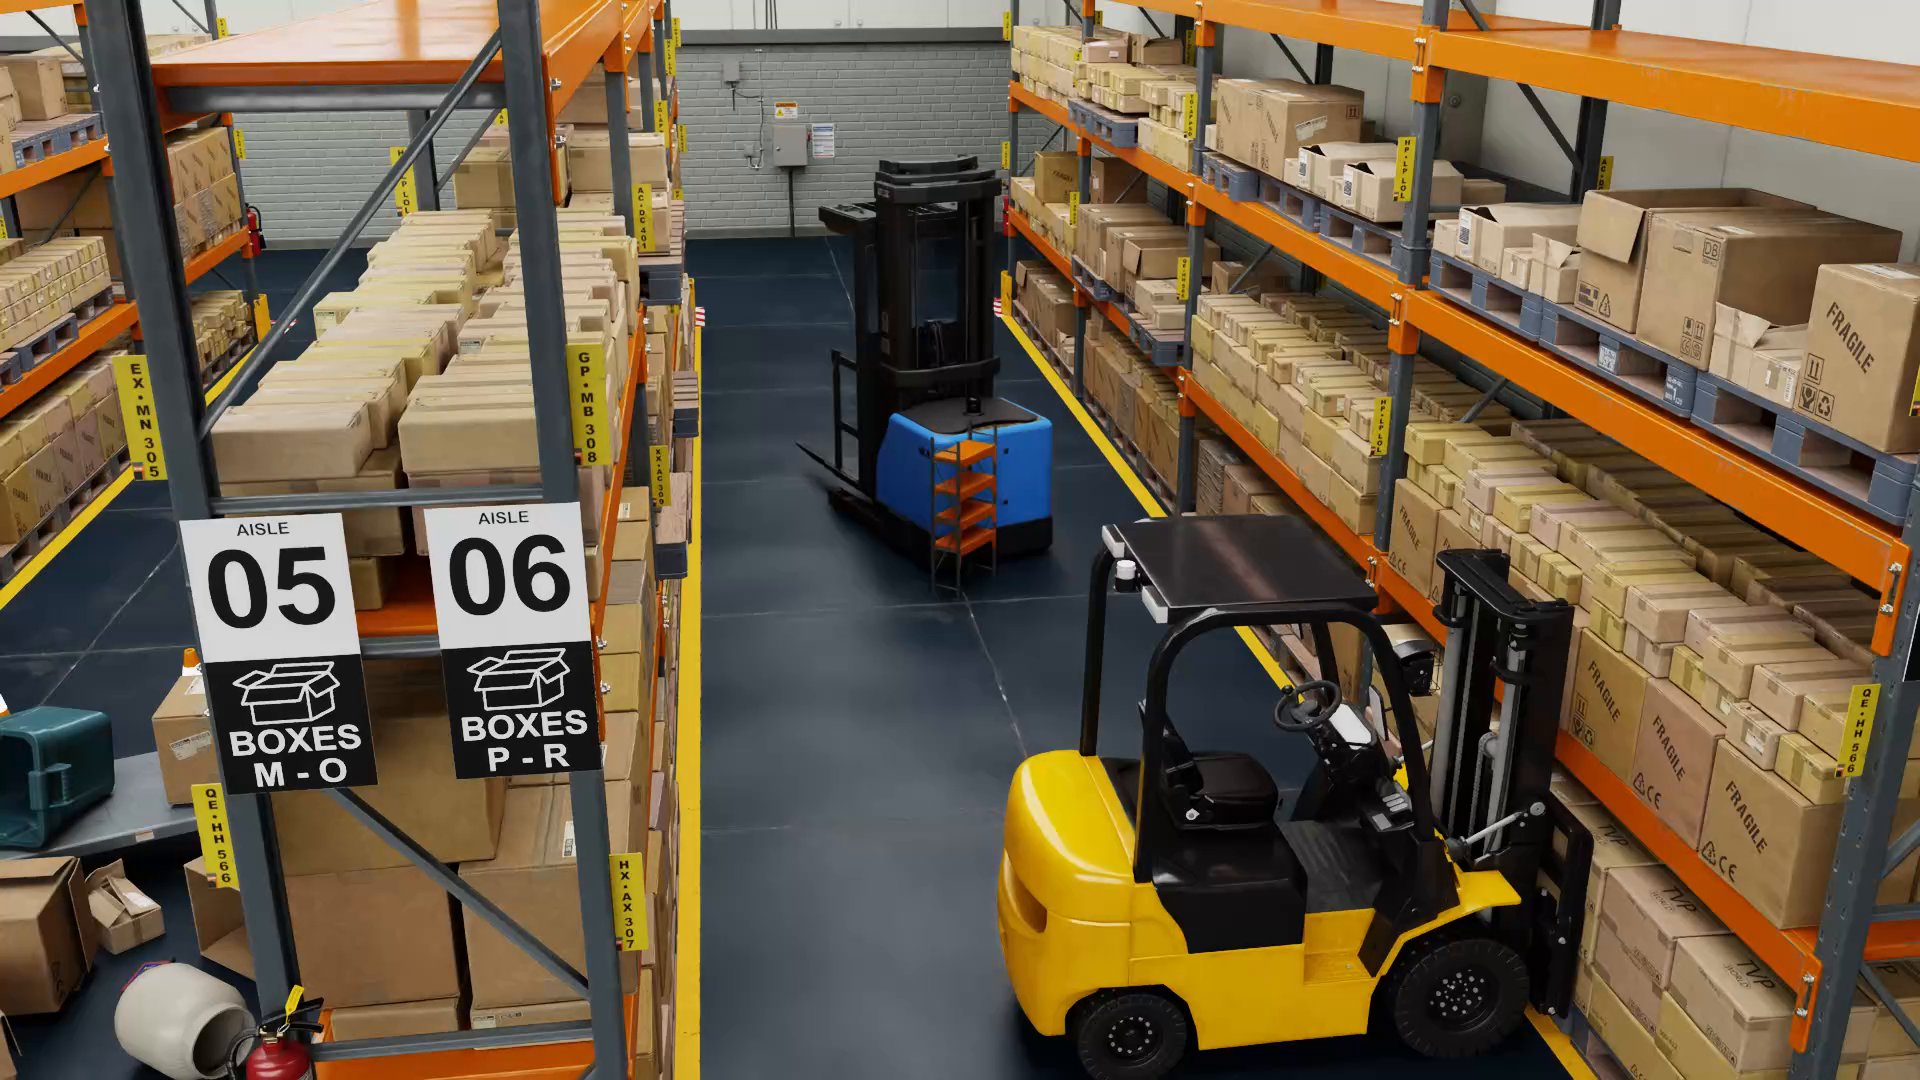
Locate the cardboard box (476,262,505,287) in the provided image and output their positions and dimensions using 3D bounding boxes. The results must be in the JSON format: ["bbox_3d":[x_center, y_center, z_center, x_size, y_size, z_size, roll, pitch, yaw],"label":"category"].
[{"bbox_3d":[-2.207,-1.023,7.170,0.500,0.250,0.500,-3,21,-8],"label":"cardboard box"}]

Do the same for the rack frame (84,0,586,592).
[{"bbox_3d":[-1.507,-1.318,3.885,1.000,3.000,0.127,-3,21,-8],"label":"rack frame"}]

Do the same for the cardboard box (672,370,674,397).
[{"bbox_3d":[-2.189,-1.081,11.582,0.380,0.149,0.250,-3,21,-8],"label":"cardboard box"}]

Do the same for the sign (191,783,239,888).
[{"bbox_3d":[-2.059,0.823,4.620,0.100,0.325,0.005,-3,21,-8],"label":"sign"}]

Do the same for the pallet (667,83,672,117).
[{"bbox_3d":[-3.344,-4.310,16.309,1.003,0.211,1.213,-3,21,-8],"label":"pallet"}]

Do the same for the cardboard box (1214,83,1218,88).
[{"bbox_3d":[2.316,-3.684,13.726,0.380,0.149,0.250,-3,21,-8],"label":"cardboard box"}]

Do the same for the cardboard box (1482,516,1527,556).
[{"bbox_3d":[2.716,-0.013,7.894,0.380,0.149,0.250,-3,21,-8],"label":"cardboard box"}]

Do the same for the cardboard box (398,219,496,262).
[{"bbox_3d":[-2.294,-1.340,7.449,0.380,0.149,0.250,-2,21,-6],"label":"cardboard box"}]

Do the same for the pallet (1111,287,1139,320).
[{"bbox_3d":[1.967,-2.113,14.860,1.003,0.211,1.213,-3,21,-8],"label":"pallet"}]

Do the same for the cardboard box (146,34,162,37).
[{"bbox_3d":[-8.875,-5.395,18.017,0.380,0.149,0.250,-3,21,-8],"label":"cardboard box"}]

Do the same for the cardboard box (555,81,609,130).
[{"bbox_3d":[-2.863,-3.051,12.063,0.797,0.503,0.637,-4,21,-11],"label":"cardboard box"}]

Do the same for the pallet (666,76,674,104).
[{"bbox_3d":[-3.517,-4.732,17.437,1.003,0.211,1.213,-3,21,-8],"label":"pallet"}]

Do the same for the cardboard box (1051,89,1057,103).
[{"bbox_3d":[1.186,-4.756,17.735,0.380,0.149,0.250,-3,21,-7],"label":"cardboard box"}]

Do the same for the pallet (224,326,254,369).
[{"bbox_3d":[-8.604,-2.147,18.664,1.003,0.211,1.213,-3,21,-8],"label":"pallet"}]

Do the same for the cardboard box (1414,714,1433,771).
[{"bbox_3d":[2.667,1.070,8.679,0.500,0.250,0.500,-3,21,-8],"label":"cardboard box"}]

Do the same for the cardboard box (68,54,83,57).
[{"bbox_3d":[-8.021,-4.427,15.424,0.380,0.149,0.250,-3,21,-8],"label":"cardboard box"}]

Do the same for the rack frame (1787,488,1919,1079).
[{"bbox_3d":[3.405,1.240,5.608,1.000,3.000,0.127,-3,21,-8],"label":"rack frame"}]

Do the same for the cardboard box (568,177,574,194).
[{"bbox_3d":[-2.451,-1.972,9.535,0.500,0.250,0.500,-3,21,-7],"label":"cardboard box"}]

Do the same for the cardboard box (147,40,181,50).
[{"bbox_3d":[-8.260,-5.063,17.127,0.380,0.149,0.250,-3,21,-9],"label":"cardboard box"}]

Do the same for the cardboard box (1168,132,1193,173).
[{"bbox_3d":[1.937,-3.030,12.968,0.500,0.250,0.500,-4,21,-10],"label":"cardboard box"}]

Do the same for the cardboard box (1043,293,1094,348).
[{"bbox_3d":[1.327,-2.451,18.464,0.700,0.500,0.500,-4,21,-10],"label":"cardboard box"}]

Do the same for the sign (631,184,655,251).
[{"bbox_3d":[-1.547,-1.570,8.107,0.100,0.325,0.005,-3,21,-8],"label":"sign"}]

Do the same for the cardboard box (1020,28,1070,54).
[{"bbox_3d":[0.968,-5.664,18.883,0.500,0.250,0.500,-3,21,-8],"label":"cardboard box"}]

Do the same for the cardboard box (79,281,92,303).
[{"bbox_3d":[-7.795,-2.153,14.453,0.380,0.149,0.250,-3,21,-8],"label":"cardboard box"}]

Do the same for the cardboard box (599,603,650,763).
[{"bbox_3d":[-1.534,0.597,6.763,0.500,0.500,0.500,-3,21,-9],"label":"cardboard box"}]

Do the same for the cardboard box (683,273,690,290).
[{"bbox_3d":[-3.619,-2.821,19.543,0.875,0.438,0.875,-4,21,-10],"label":"cardboard box"}]

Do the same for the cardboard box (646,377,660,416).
[{"bbox_3d":[-1.801,-0.760,8.870,0.380,0.149,0.250,-3,21,-8],"label":"cardboard box"}]

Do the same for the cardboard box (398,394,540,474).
[{"bbox_3d":[-1.356,-0.302,4.671,0.380,0.149,0.250,-3,21,-8],"label":"cardboard box"}]

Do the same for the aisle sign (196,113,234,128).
[{"bbox_3d":[-8.410,-5.021,18.658,0.394,0.787,0.004,-3,21,-8],"label":"aisle sign"}]

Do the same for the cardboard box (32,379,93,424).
[{"bbox_3d":[-7.612,-1.149,13.906,0.500,0.250,0.500,-4,21,-10],"label":"cardboard box"}]

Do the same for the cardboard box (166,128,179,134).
[{"bbox_3d":[-8.895,-4.249,18.308,0.500,0.500,0.500,-3,21,-8],"label":"cardboard box"}]

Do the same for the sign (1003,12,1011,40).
[{"bbox_3d":[0.561,-6.087,19.689,0.100,0.325,0.005,-3,21,-8],"label":"sign"}]

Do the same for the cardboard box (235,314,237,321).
[{"bbox_3d":[-8.354,-2.502,18.677,0.380,0.149,0.250,-3,21,-9],"label":"cardboard box"}]

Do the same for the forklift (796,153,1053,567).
[{"bbox_3d":[-0.443,-1.640,13.419,1.130,2.935,3.031,-11,23,-27],"label":"forklift"}]

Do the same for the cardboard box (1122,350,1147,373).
[{"bbox_3d":[1.714,-1.657,15.412,0.380,0.149,0.250,-2,21,-6],"label":"cardboard box"}]

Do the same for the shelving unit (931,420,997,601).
[{"bbox_3d":[0.030,-0.216,12.080,0.258,1.200,0.503,13,24,31],"label":"shelving unit"}]

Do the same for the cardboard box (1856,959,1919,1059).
[{"bbox_3d":[3.523,1.687,6.312,0.500,0.250,0.500,-3,21,-9],"label":"cardboard box"}]

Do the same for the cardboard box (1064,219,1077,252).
[{"bbox_3d":[1.360,-3.147,17.145,0.500,0.250,0.500,-2,21,-6],"label":"cardboard box"}]

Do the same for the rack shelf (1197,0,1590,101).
[{"bbox_3d":[2.540,-3.123,10.316,1.077,0.370,4.000,-3,21,-8],"label":"rack shelf"}]

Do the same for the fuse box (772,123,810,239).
[{"bbox_3d":[-2.549,-5.451,25.364,0.539,1.711,0.414,-3,21,-8],"label":"fuse box"}]

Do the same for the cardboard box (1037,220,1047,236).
[{"bbox_3d":[1.069,-3.515,18.700,0.380,0.149,0.250,-2,21,-7],"label":"cardboard box"}]

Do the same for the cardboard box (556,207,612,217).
[{"bbox_3d":[-1.821,-1.455,7.758,0.380,0.149,0.250,-2,21,-7],"label":"cardboard box"}]

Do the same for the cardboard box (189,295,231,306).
[{"bbox_3d":[-8.390,-2.643,18.628,0.380,0.149,0.250,-3,21,-7],"label":"cardboard box"}]

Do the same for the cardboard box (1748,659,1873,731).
[{"bbox_3d":[3.078,0.553,5.953,0.380,0.149,0.250,-3,21,-8],"label":"cardboard box"}]

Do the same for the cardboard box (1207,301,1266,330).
[{"bbox_3d":[2.046,-1.663,12.311,0.380,0.149,0.250,-2,21,-7],"label":"cardboard box"}]

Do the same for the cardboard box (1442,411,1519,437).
[{"bbox_3d":[2.990,-0.628,9.540,0.380,0.149,0.250,-3,21,-9],"label":"cardboard box"}]

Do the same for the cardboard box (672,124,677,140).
[{"bbox_3d":[-3.382,-4.581,18.695,0.380,0.149,0.250,-3,21,-8],"label":"cardboard box"}]

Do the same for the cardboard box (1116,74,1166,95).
[{"bbox_3d":[1.564,-3.929,14.352,0.380,0.149,0.250,-3,21,-7],"label":"cardboard box"}]

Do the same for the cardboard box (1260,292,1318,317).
[{"bbox_3d":[2.499,-1.778,12.619,0.380,0.149,0.250,-2,21,-6],"label":"cardboard box"}]

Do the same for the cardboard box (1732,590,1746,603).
[{"bbox_3d":[3.497,0.310,7.028,0.380,0.149,0.250,-2,21,-6],"label":"cardboard box"}]

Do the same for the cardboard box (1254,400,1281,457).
[{"bbox_3d":[2.295,-0.761,11.181,0.500,0.250,0.500,-2,21,-6],"label":"cardboard box"}]

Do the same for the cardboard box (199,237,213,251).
[{"bbox_3d":[-8.252,-3.193,17.836,0.380,0.149,0.250,-4,21,-10],"label":"cardboard box"}]

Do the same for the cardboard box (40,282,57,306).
[{"bbox_3d":[-7.674,-2.012,13.651,0.380,0.149,0.250,-3,21,-8],"label":"cardboard box"}]

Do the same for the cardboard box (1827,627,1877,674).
[{"bbox_3d":[3.511,0.440,6.255,0.380,0.149,0.250,-3,21,-7],"label":"cardboard box"}]

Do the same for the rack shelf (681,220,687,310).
[{"bbox_3d":[-3.525,-3.018,18.038,1.077,0.370,4.000,-3,21,-8],"label":"rack shelf"}]

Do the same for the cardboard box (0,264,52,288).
[{"bbox_3d":[-7.682,-2.155,13.608,0.380,0.149,0.250,-4,21,-10],"label":"cardboard box"}]

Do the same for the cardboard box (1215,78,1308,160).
[{"bbox_3d":[2.115,-2.962,11.686,0.500,0.500,0.500,-3,21,-7],"label":"cardboard box"}]
